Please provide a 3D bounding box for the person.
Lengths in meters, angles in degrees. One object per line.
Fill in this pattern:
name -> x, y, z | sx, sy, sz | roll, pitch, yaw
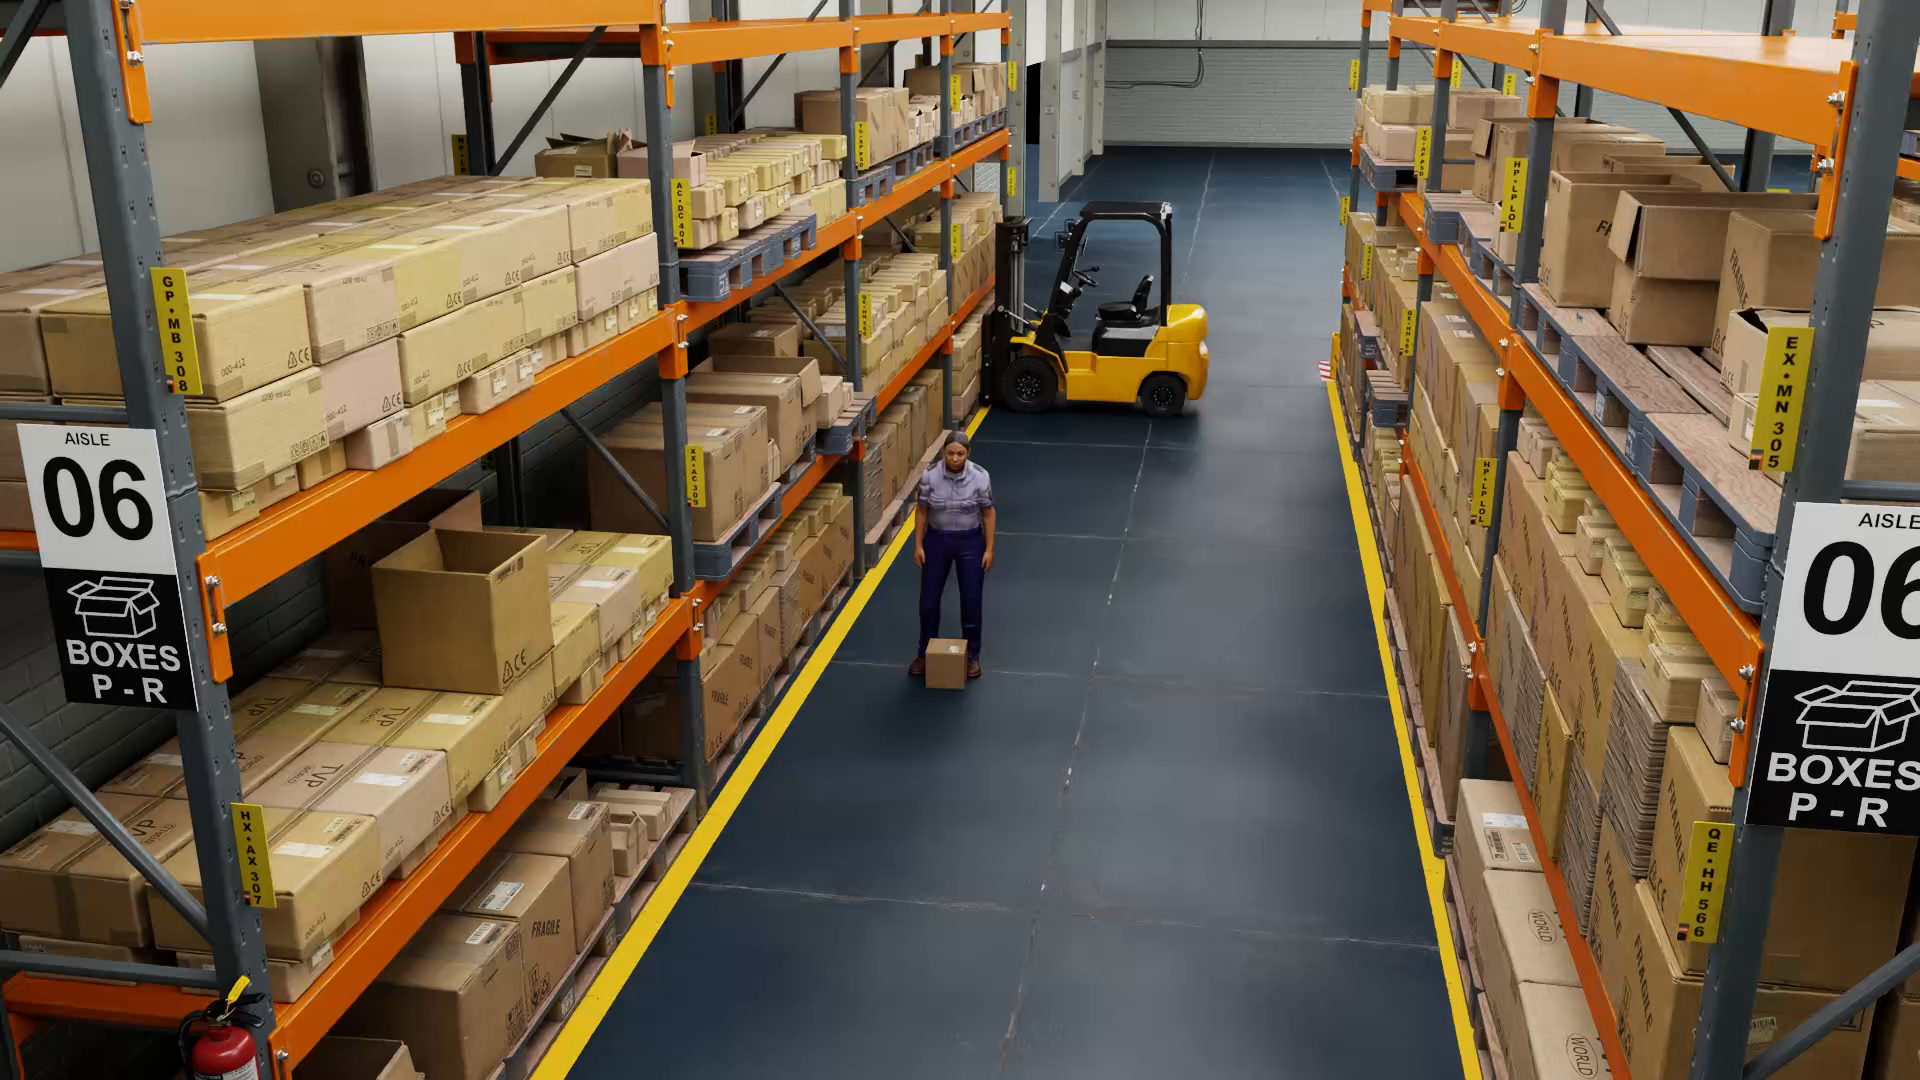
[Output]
person -> -0.063, 0.075, 10.839 | 0.537, 1.651, 0.337 | 3, 18, 8
